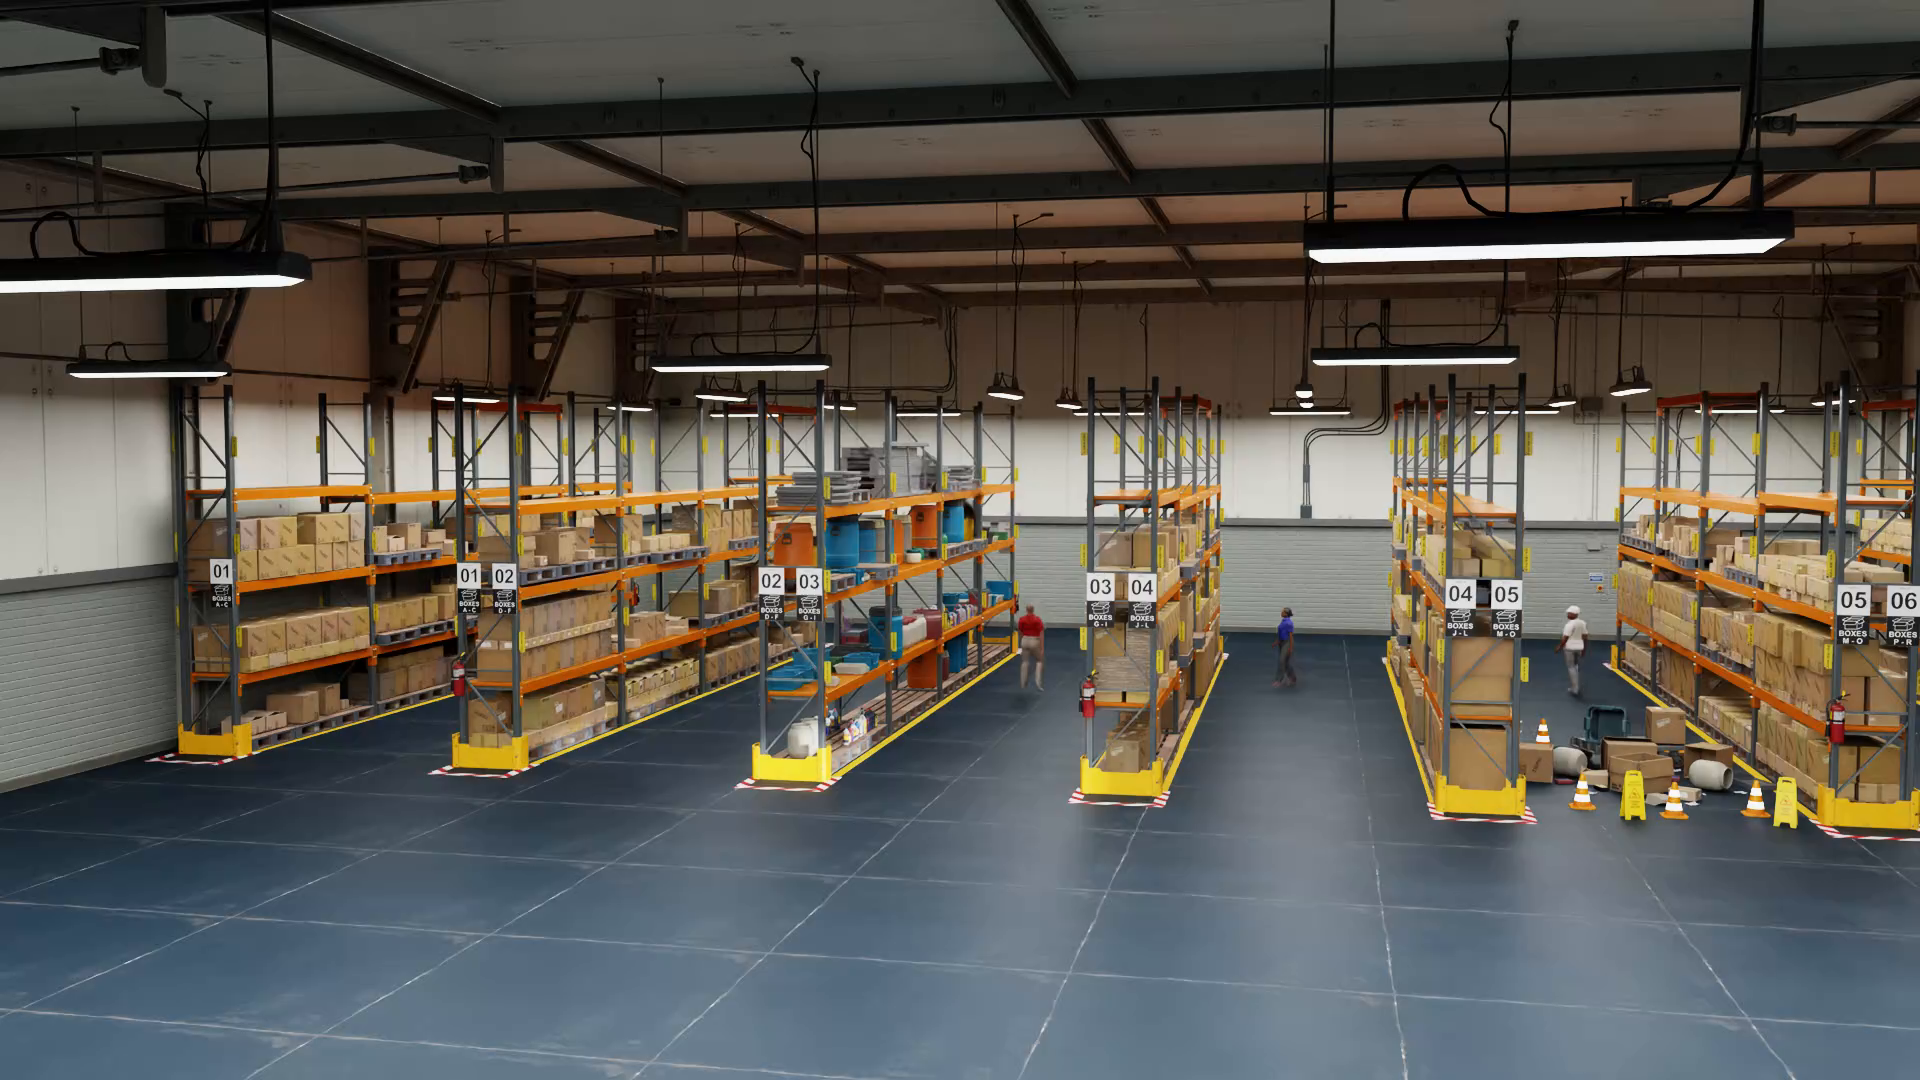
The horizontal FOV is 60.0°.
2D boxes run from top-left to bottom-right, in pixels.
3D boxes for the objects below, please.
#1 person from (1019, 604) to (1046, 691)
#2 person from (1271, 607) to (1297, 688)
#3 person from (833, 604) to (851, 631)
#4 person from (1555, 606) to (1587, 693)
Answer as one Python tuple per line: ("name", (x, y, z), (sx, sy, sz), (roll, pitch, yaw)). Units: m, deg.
("person", (1.472, 2.174, 33.571), (0.594, 1.799, 0.542), (3, 4, 39))
("person", (6.744, 2.242, 34.766), (0.727, 1.649, 0.527), (-1, 4, -24))
("person", (-2.446, 2.118, 35.163), (0.442, 1.574, 0.469), (-1, 3, -19))
("person", (12.415, 2.235, 33.706), (0.646, 1.804, 0.609), (0, 3, -7))
